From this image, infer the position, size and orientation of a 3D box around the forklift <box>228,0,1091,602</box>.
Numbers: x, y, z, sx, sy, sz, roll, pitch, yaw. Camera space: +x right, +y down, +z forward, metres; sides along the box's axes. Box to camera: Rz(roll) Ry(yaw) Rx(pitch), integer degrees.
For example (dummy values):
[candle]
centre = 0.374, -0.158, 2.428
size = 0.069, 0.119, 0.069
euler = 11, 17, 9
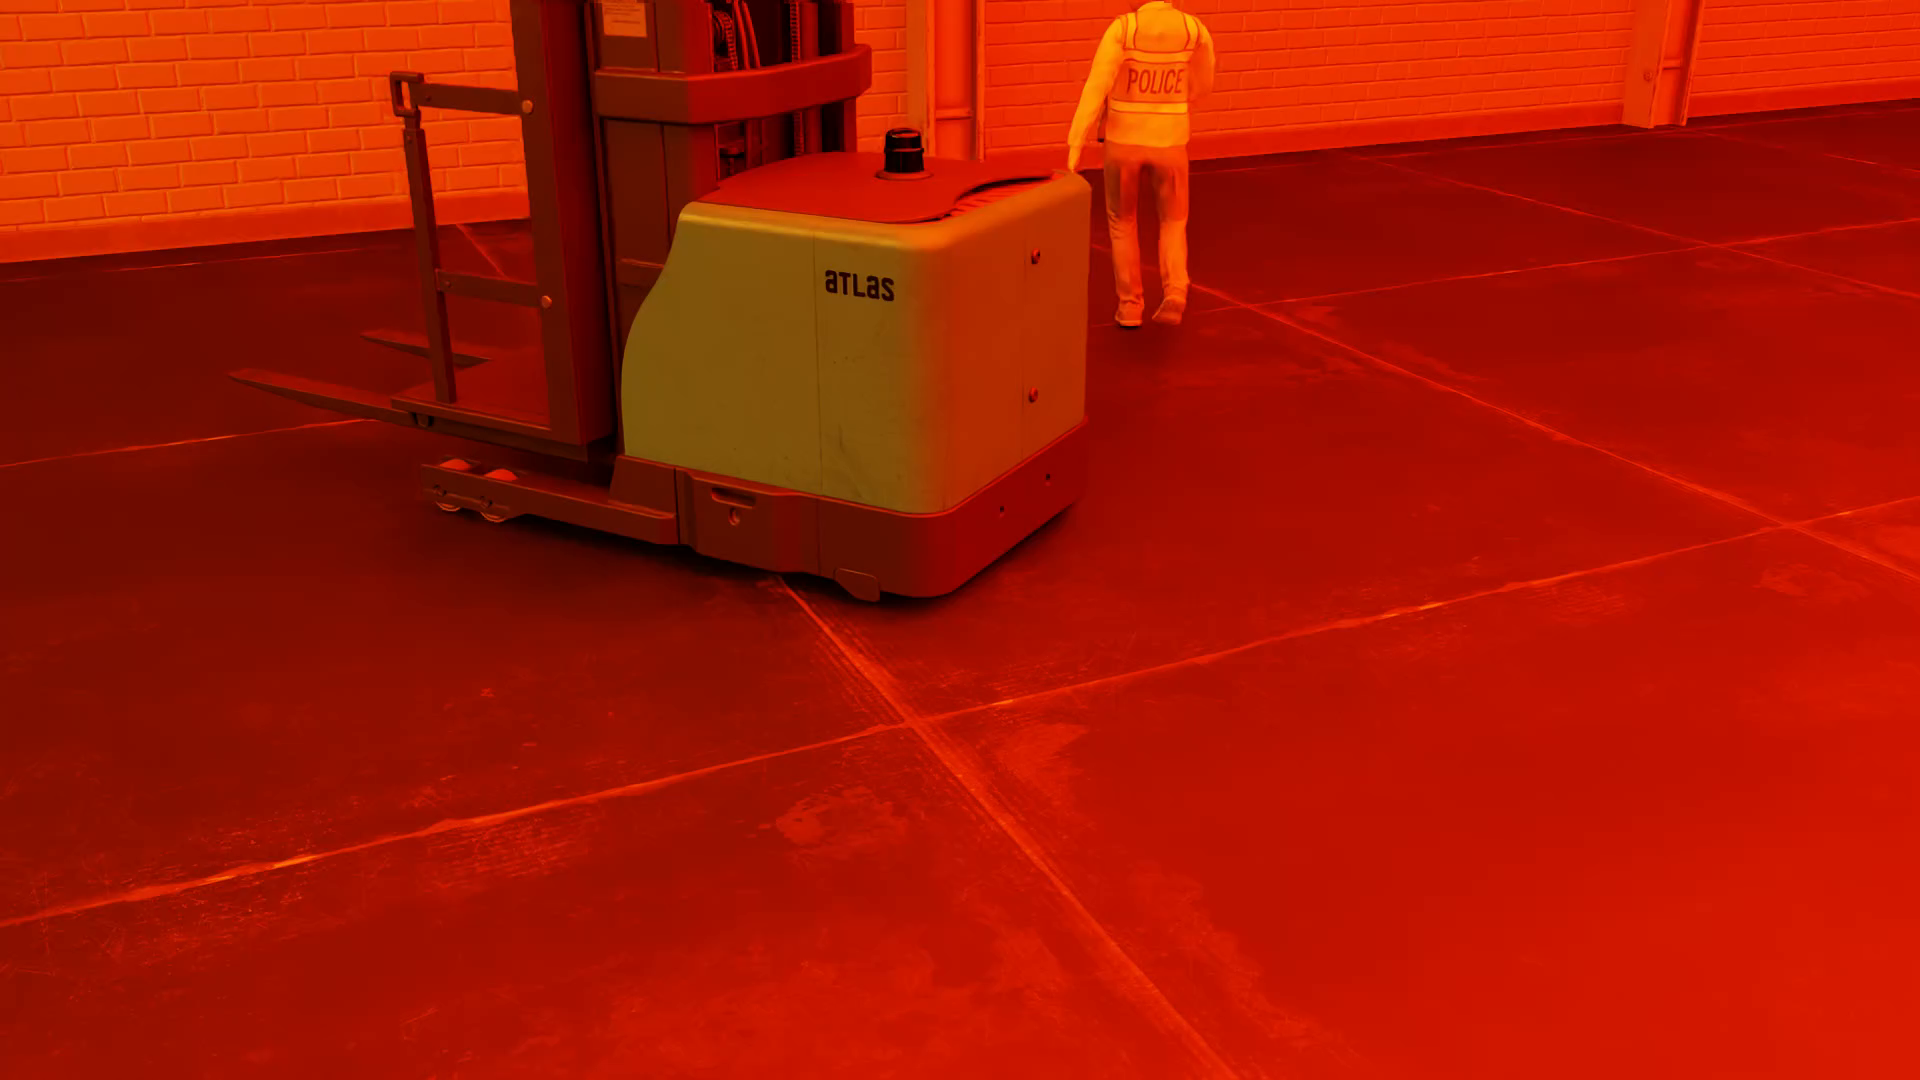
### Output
[forklift]
centre = -1.136, -1.571, 5.068
size = 3.031, 2.935, 1.130
euler = 12, 25, 26

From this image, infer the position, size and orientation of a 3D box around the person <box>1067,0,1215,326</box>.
[person]
centre = 0.756, -1.667, 7.039
size = 0.620, 1.613, 0.593
euler = 1, 23, 1
